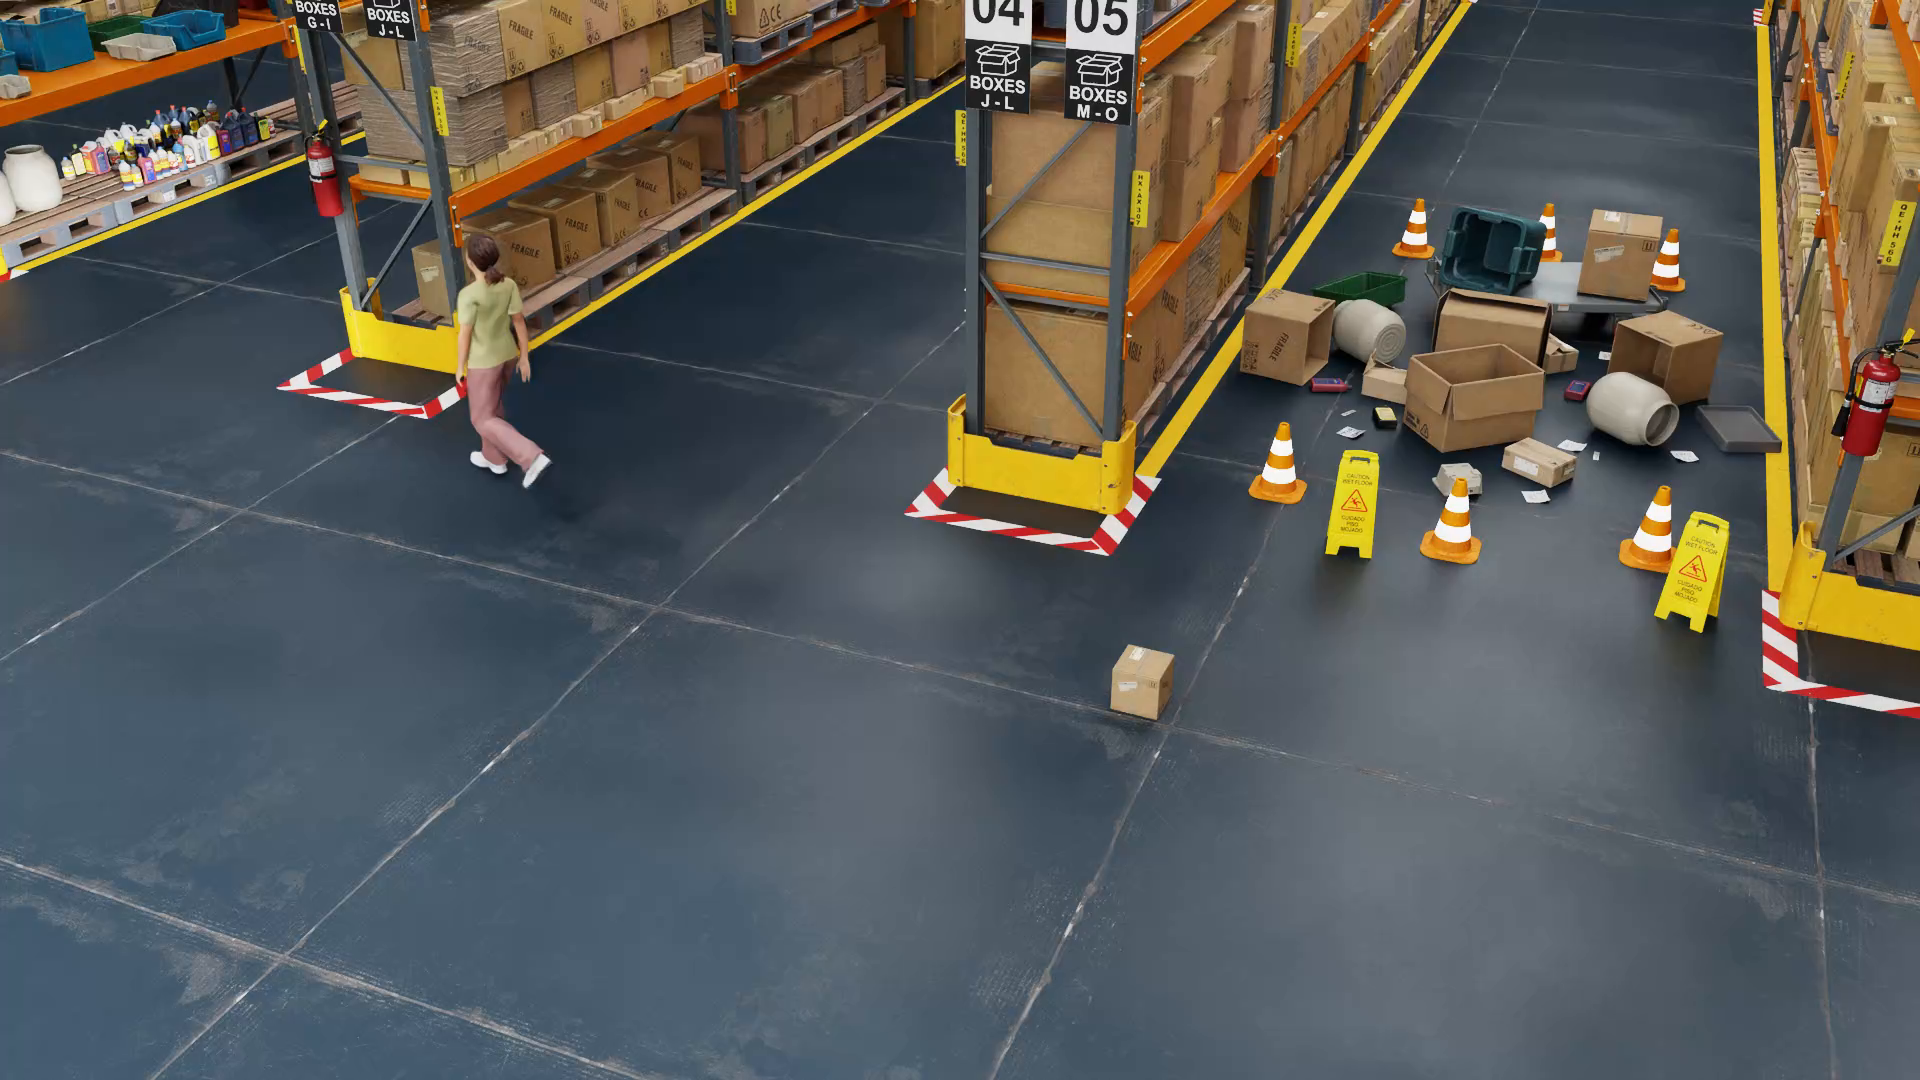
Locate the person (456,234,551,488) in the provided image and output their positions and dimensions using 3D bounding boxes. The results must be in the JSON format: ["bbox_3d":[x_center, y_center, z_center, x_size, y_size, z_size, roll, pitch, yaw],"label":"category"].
[{"bbox_3d":[-2.872,-1.095,10.296,0.850,1.639,0.437,16,34,26],"label":"person"}]
